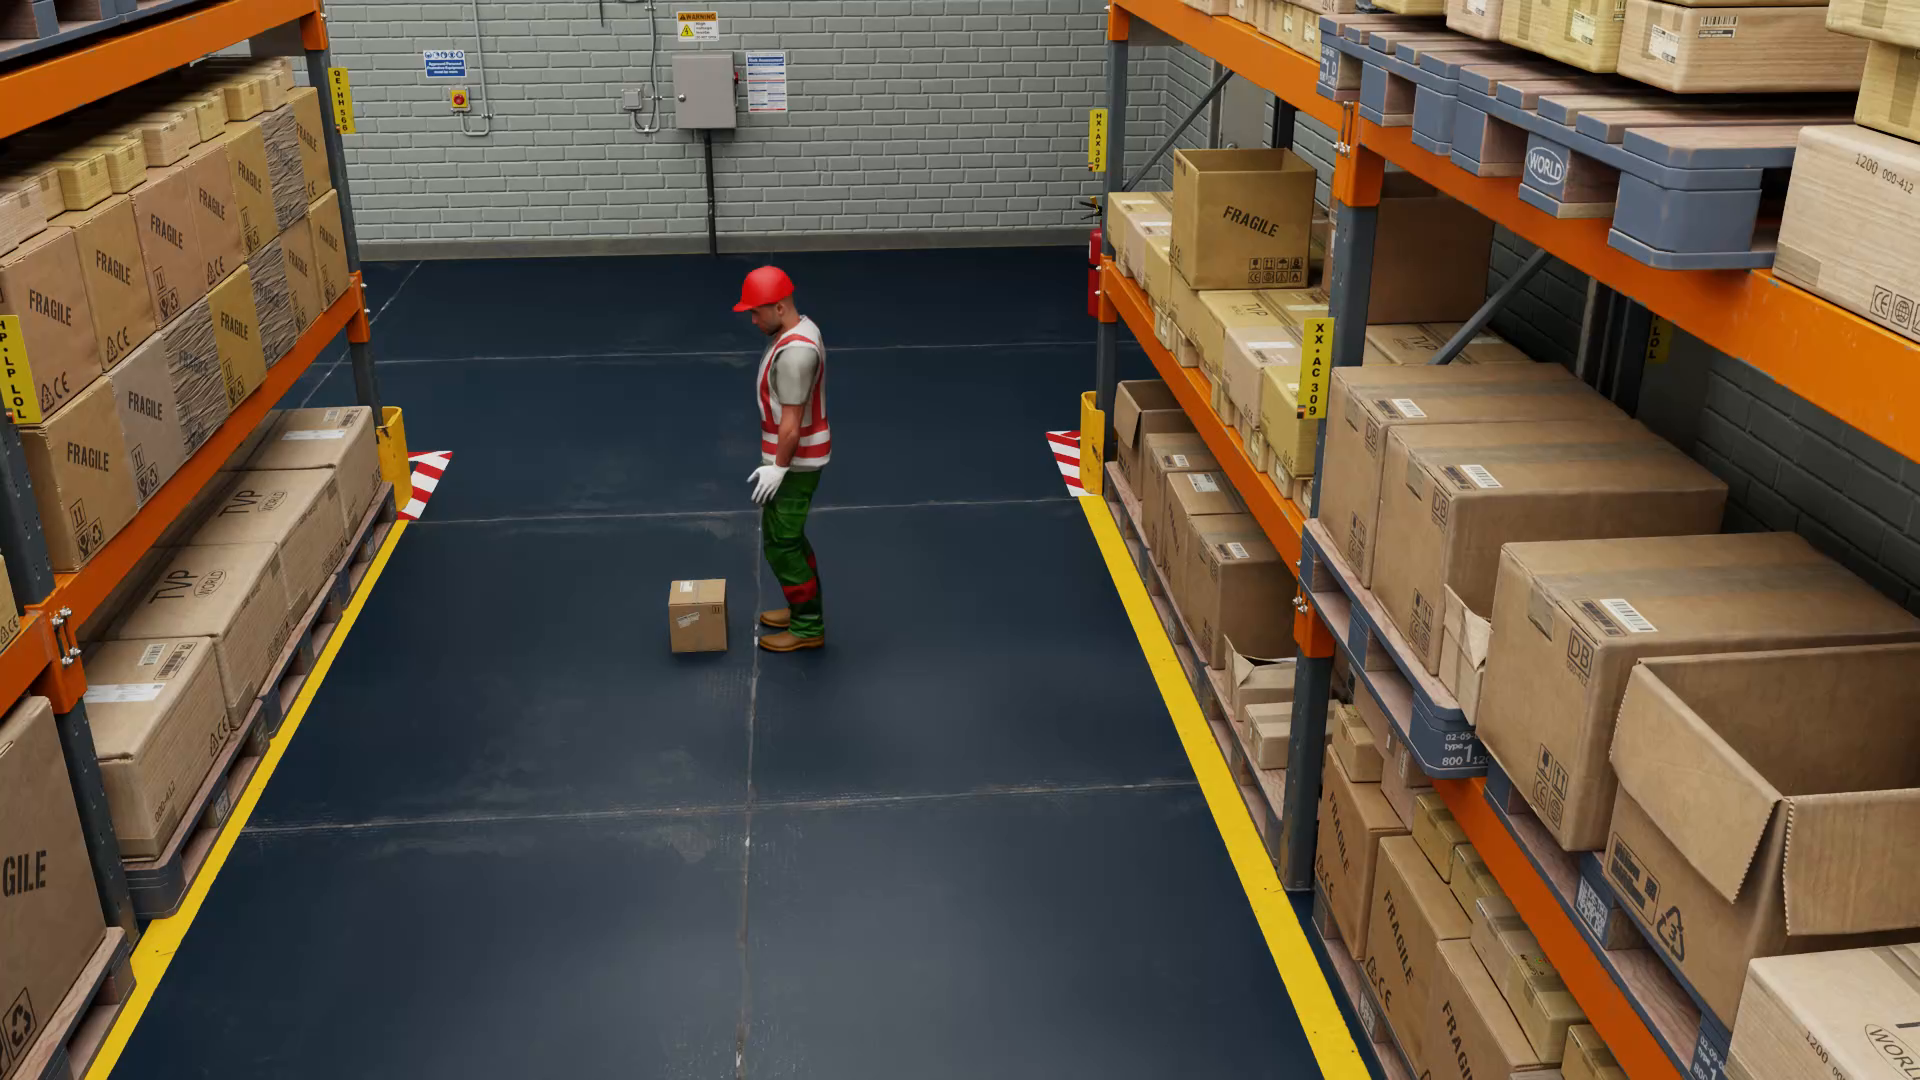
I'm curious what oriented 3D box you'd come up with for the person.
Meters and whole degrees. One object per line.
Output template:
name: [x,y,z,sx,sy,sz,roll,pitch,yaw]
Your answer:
person: [-0.773,-0.354,7.417,0.400,1.763,0.535,-2,24,-4]
